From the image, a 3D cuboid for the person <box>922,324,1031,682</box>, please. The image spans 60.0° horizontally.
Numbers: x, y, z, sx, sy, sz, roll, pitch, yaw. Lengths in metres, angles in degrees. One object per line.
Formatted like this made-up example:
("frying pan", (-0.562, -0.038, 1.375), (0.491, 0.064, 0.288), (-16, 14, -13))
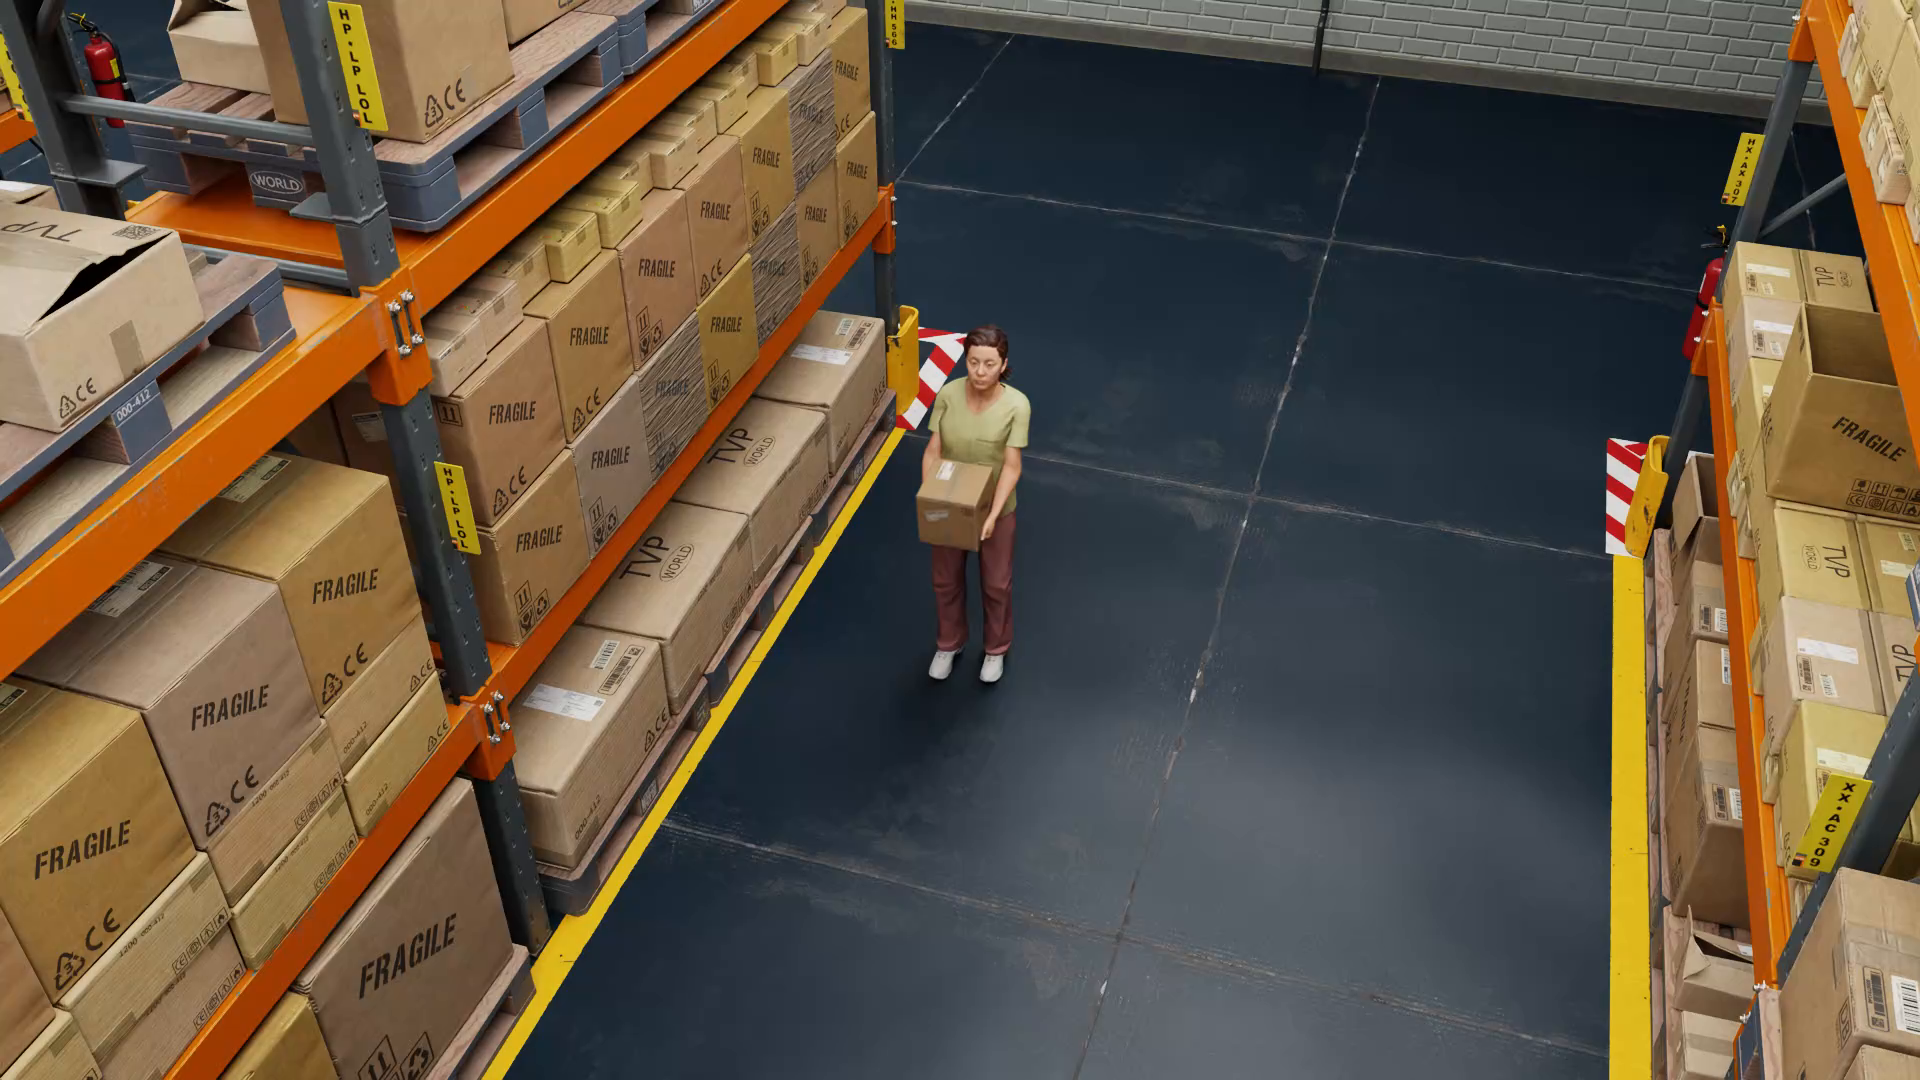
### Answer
("person", (0.053, -0.107, 7.041), (0.428, 1.663, 0.558), (11, 38, 14))
